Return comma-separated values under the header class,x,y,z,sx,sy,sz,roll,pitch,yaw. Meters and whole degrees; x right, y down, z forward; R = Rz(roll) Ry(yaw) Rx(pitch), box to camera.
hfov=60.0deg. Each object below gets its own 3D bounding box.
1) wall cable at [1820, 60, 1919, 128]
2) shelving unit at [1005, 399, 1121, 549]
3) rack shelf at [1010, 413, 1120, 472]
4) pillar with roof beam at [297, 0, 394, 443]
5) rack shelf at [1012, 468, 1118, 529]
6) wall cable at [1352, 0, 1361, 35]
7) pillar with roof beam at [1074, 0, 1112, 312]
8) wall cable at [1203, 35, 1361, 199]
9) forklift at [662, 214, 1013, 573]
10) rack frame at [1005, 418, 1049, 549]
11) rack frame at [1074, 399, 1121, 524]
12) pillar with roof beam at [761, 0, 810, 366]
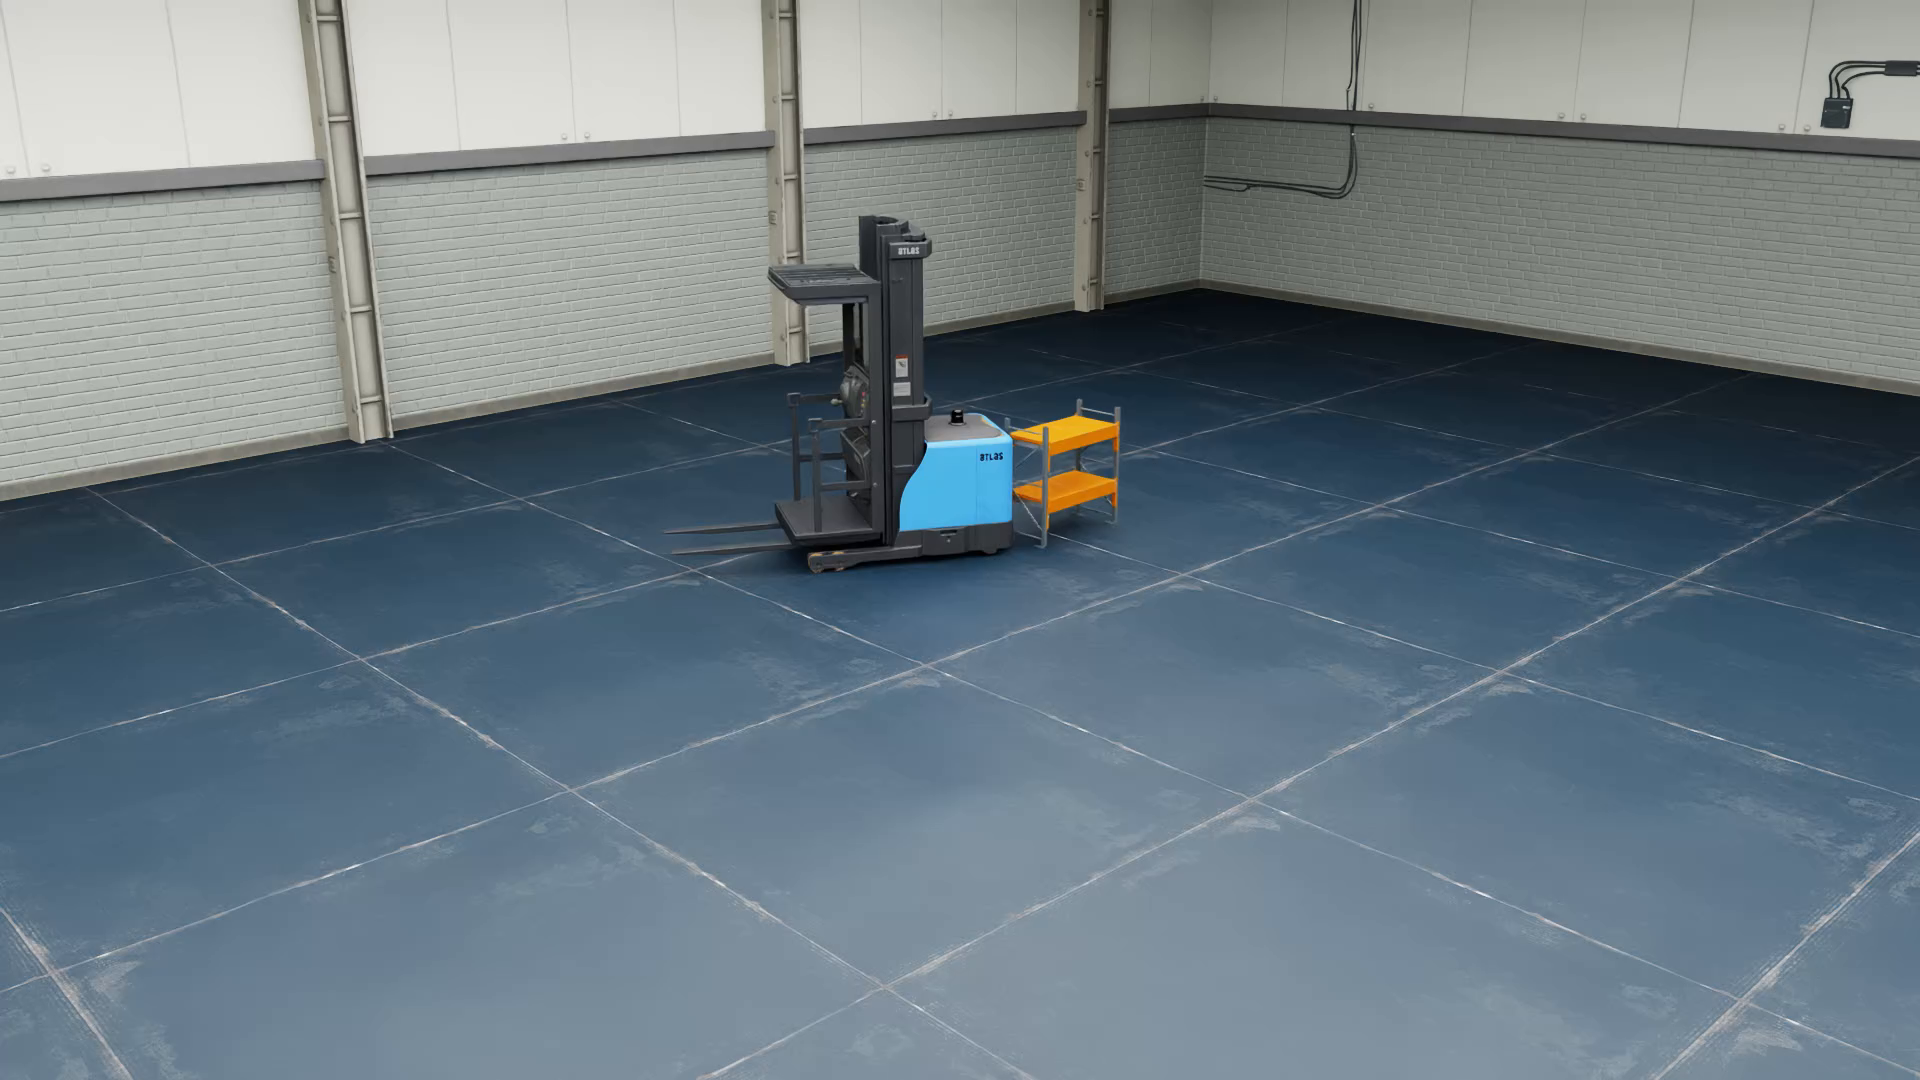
class,x,y,z,sx,sy,sz,roll,pitch,yaw
wall cable,11.620,-7.793,19.180,0.169,6.003,2.305,-16,24,-41
shelving unit,0.944,-0.627,15.359,0.538,1.125,1.048,16,24,41
rack shelf,0.944,-0.905,15.268,0.538,0.278,1.000,16,24,41
pillar with roof beam,-3.702,-4.470,14.448,0.400,9.000,9.100,-16,24,-41
rack shelf,0.944,-0.394,15.434,0.538,0.278,1.000,16,24,41
wall cable,6.968,-8.625,24.107,0.112,2.526,3.097,-16,24,-41
pillar with roof beam,5.017,-7.013,22.290,0.400,9.000,9.100,-16,24,-41
wall cable,5.109,-6.829,26.756,0.112,2.526,3.097,-16,24,-41
forklift,-1.099,-1.293,14.485,3.031,2.935,1.130,-5,19,-15
rack frame,0.593,-0.513,15.008,0.500,1.125,0.032,16,24,41
rack frame,1.294,-0.740,15.709,0.500,1.125,0.032,16,24,41
pillar with roof beam,0.658,-5.742,18.369,0.400,9.000,9.100,-16,24,-41
